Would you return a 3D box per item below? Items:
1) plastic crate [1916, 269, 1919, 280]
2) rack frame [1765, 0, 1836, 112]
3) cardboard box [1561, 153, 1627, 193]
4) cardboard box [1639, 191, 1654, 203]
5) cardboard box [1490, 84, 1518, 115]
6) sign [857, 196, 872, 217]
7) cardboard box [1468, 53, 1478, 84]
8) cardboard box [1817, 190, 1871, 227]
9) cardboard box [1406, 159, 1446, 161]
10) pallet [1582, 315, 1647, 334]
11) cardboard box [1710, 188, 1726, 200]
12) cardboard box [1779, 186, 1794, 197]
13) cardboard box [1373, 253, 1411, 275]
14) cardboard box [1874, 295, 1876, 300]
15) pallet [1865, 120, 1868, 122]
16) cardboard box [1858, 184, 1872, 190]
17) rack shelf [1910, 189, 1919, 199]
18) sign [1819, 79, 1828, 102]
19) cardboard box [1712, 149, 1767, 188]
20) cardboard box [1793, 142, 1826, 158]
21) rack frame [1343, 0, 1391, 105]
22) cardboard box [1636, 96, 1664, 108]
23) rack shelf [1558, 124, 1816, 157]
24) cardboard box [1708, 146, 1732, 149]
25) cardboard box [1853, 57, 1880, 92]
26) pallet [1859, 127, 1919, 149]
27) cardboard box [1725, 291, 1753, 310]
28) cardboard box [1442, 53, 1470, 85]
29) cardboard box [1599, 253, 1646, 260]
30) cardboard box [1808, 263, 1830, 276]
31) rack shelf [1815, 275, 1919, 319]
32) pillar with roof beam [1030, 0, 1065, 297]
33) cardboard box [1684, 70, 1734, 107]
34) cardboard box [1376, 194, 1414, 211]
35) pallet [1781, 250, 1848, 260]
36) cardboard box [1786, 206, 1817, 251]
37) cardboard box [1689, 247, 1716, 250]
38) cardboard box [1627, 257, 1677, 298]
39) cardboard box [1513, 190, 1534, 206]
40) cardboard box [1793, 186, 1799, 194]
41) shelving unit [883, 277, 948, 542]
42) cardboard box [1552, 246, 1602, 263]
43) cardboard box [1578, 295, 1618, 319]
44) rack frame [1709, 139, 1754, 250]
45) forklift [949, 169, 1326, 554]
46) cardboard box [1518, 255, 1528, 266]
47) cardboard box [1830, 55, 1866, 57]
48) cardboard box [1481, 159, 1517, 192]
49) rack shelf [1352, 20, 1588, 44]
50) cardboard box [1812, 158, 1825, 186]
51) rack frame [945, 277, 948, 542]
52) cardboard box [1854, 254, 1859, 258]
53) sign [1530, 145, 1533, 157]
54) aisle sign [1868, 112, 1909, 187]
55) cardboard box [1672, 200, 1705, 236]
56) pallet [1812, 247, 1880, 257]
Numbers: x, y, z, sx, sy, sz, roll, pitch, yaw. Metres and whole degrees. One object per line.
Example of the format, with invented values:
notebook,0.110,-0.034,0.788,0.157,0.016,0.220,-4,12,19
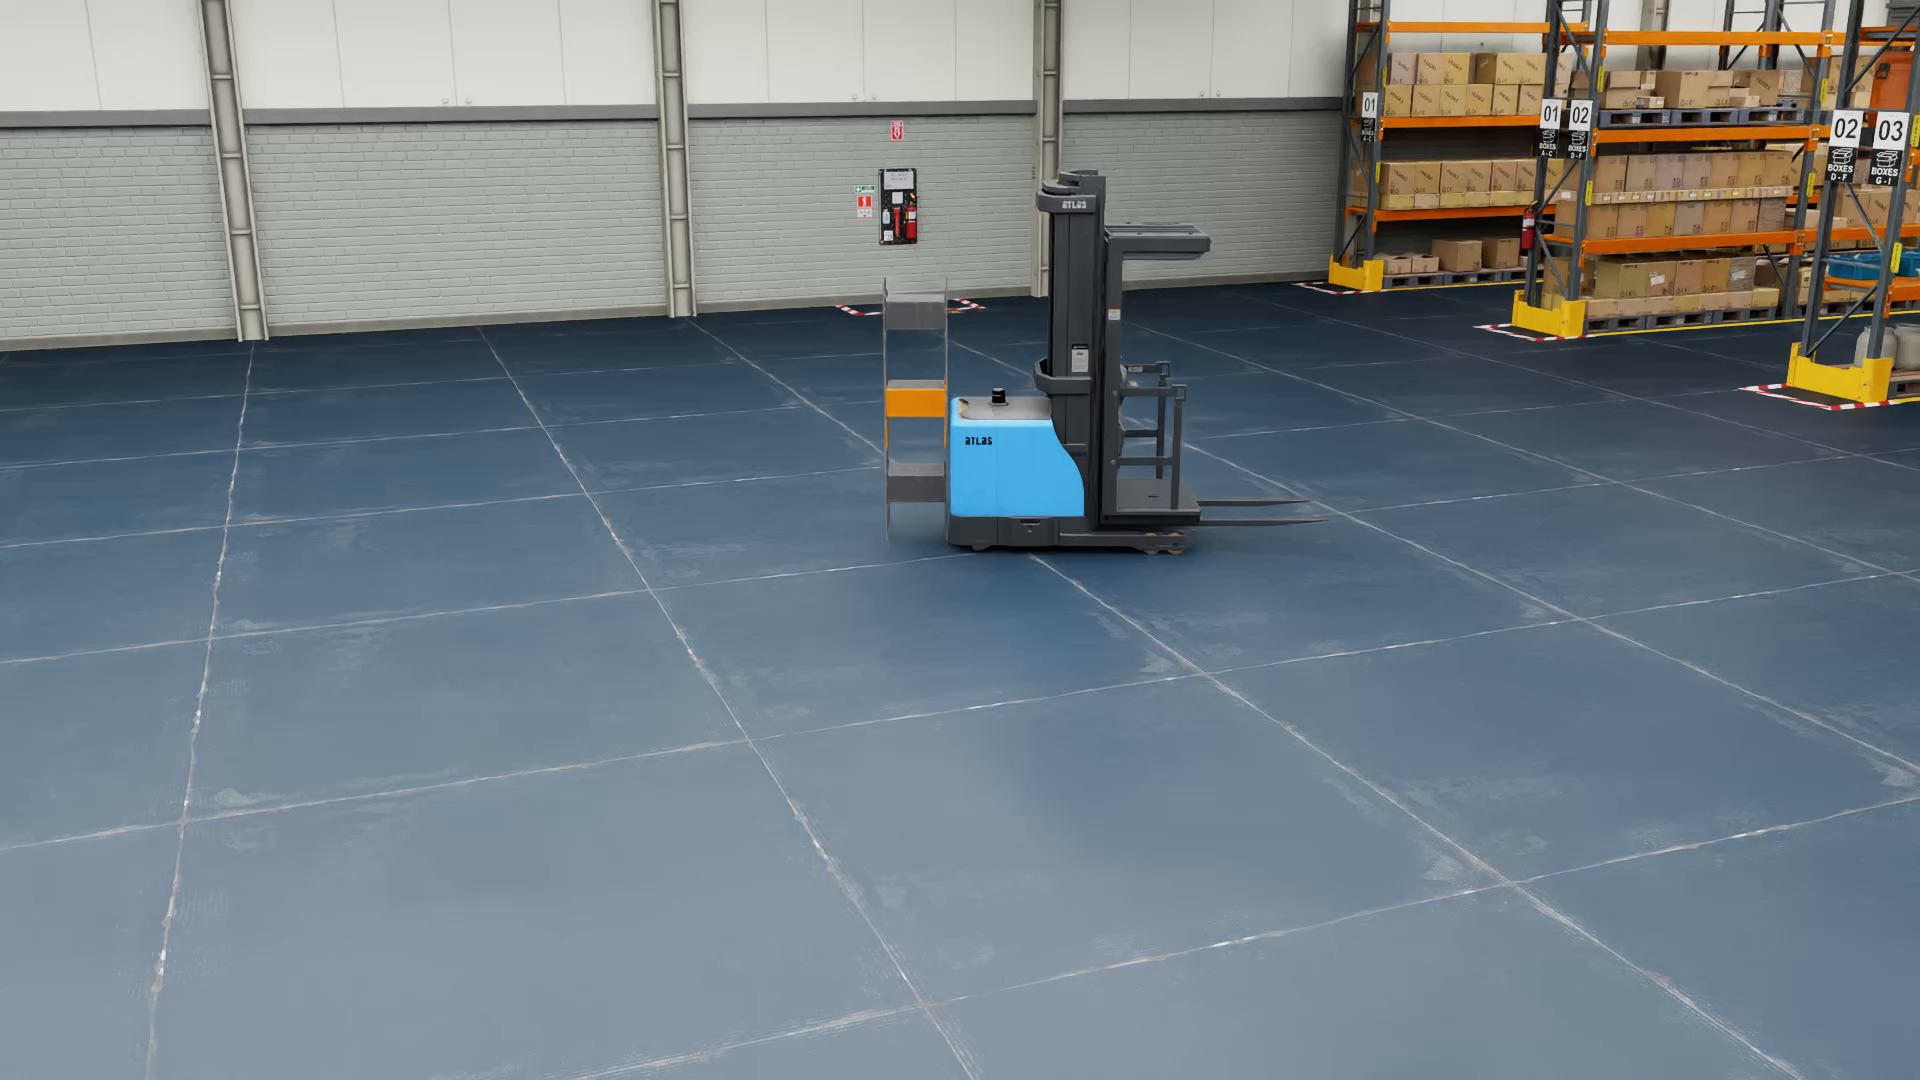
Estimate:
plastic crate,11.144,-3.023,19.038,0.250,0.136,0.298,-6,17,-20
rack frame,12.159,-7.730,23.949,0.127,3.000,1.000,-6,17,-20
cardboard box,8.914,-5.167,23.391,0.500,0.500,0.700,-6,17,-20
cardboard box,9.583,-4.867,23.519,0.250,0.149,0.380,-6,18,-21
cardboard box,9.019,-7.421,28.010,0.500,0.500,0.500,-7,18,-22
sign,-1.485,-5.193,25.896,0.234,0.329,0.001,-6,17,-20
cardboard box,8.403,-7.990,28.172,0.500,0.500,0.500,-6,17,-20
cardboard box,13.374,-5.025,25.210,0.500,0.500,0.500,-5,17,-16
cardboard box,7.967,-6.253,28.468,0.500,0.500,0.500,-7,18,-22
pallet,9.123,-3.198,24.114,1.213,0.211,1.003,-6,17,-20
cardboard box,10.796,-4.999,23.969,0.250,0.149,0.380,-6,17,-18
cardboard box,11.982,-5.127,24.403,0.250,0.149,0.380,-6,17,-20
cardboard box,7.326,-4.718,28.332,0.500,0.311,0.500,-8,18,-26
cardboard box,14.060,-3.864,25.567,0.500,0.250,0.500,-6,17,-19
pallet,14.250,-6.398,25.072,1.213,0.211,1.003,-5,17,-18
cardboard box,16.928,-6.653,31.341,0.250,0.149,0.380,-6,17,-20
rack shelf,19.721,-6.817,32.766,4.000,0.370,1.077,-6,17,-20
sign,12.359,-6.431,23.791,0.005,0.325,0.100,-6,17,-20
cardboard box,11.276,-5.424,24.265,0.500,0.500,0.700,-6,17,-20
cardboard box,15.602,-7.201,30.725,0.500,0.250,0.500,-6,17,-20
rack frame,6.648,-8.629,27.013,0.127,3.000,1.000,-6,17,-20
cardboard box,9.586,-6.107,23.201,0.250,0.149,0.380,-6,17,-20
rack shelf,10.292,-5.744,23.786,4.000,0.370,1.077,-6,17,-20
cardboard box,13.807,-7.085,30.292,0.250,0.149,0.380,-9,18,-27
cardboard box,13.273,-6.895,24.620,0.500,0.500,0.500,-4,17,-15
pallet,11.001,-4.550,18.782,1.213,0.211,1.003,-6,17,-20
cardboard box,11.334,-3.581,24.605,0.500,0.250,0.500,-6,17,-20
cardboard box,8.056,-7.794,27.505,0.500,0.500,0.500,-6,17,-19
cardboard box,9.747,-3.927,24.451,0.500,0.500,0.500,-6,17,-20
cardboard box,13.104,-4.028,25.129,0.500,0.311,0.500,-6,18,-21
rack shelf,12.061,-3.001,19.770,4.000,0.370,1.077,-6,17,-20
pillar with roof beam,2.930,-7.190,22.111,0.400,9.000,9.100,-6,17,-20
cardboard box,10.576,-6.476,23.826,0.637,0.503,0.797,-4,17,-14
cardboard box,7.217,-5.654,27.759,0.500,0.250,0.500,-7,18,-22
pallet,16.019,-5.401,31.616,1.213,0.211,1.003,-6,17,-20
cardboard box,15.672,-5.854,31.278,0.750,0.750,0.750,-6,17,-20
cardboard box,13.465,-5.483,30.601,0.500,0.500,0.700,-6,17,-19
cardboard box,9.933,-3.790,23.985,0.500,0.500,0.500,-6,17,-20
cardboard box,9.581,-5.916,28.652,0.500,0.250,0.500,-6,17,-20
cardboard box,15.456,-6.533,30.930,0.250,0.149,0.380,-6,17,-19
shelving unit,-0.353,-1.049,13.442,0.503,2.100,0.431,0,16,0
cardboard box,11.065,-5.244,29.789,0.500,0.500,0.700,-6,17,-18
cardboard box,9.004,-3.326,23.734,0.500,0.250,0.500,-6,17,-20
rack frame,14.118,-6.557,30.604,0.127,3.000,1.000,-6,17,-20
forklift,1.427,-1.444,13.312,3.031,2.935,1.130,0,16,0
cardboard box,9.894,-4.944,29.358,0.250,0.166,0.380,-9,18,-27
cardboard box,16.475,-8.905,30.986,0.500,0.250,0.500,-7,18,-22
cardboard box,9.114,-6.223,28.365,0.500,0.500,0.500,-7,18,-22
rack shelf,8.516,-8.484,27.801,4.000,0.370,1.077,-6,17,-20
cardboard box,15.620,-6.839,30.824,0.500,0.500,0.500,-6,17,-20
rack frame,-0.109,-1.049,13.444,0.015,2.100,0.400,0,16,0
cardboard box,14.336,-4.324,26.139,0.500,0.311,0.500,-7,18,-22
sign,10.181,-6.855,29.564,0.005,0.325,0.100,-6,17,-20
aisle sign,10.231,-4.307,18.328,0.004,0.787,0.394,-6,17,-20
cardboard box,10.309,-4.696,24.090,0.500,0.500,0.700,-6,17,-18
pallet,17.160,-5.525,32.038,1.213,0.211,1.003,-6,17,-20
